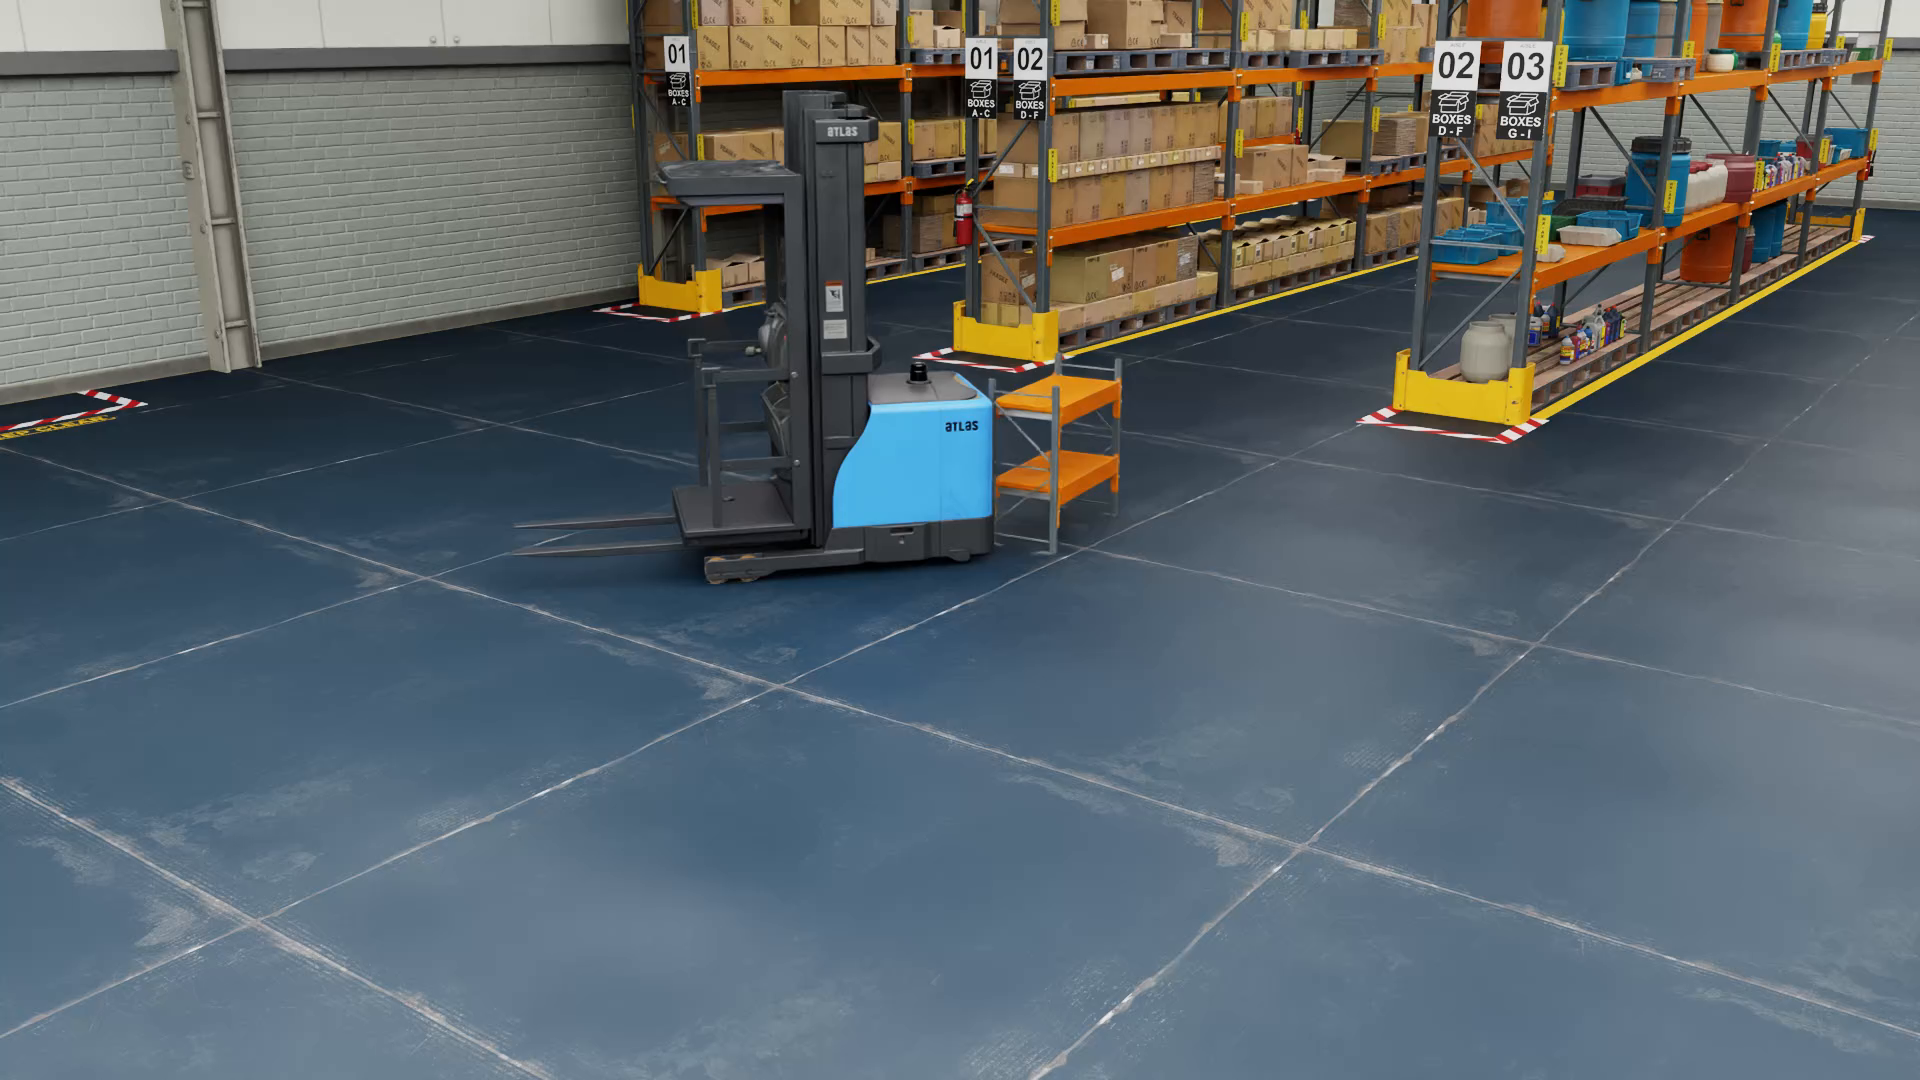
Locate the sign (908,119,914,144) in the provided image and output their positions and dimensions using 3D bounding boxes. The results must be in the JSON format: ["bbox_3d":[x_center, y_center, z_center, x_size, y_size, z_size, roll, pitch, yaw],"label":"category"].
[{"bbox_3d":[-0.666,-5.559,22.629,0.100,0.325,0.005,12,21,35],"label":"sign"}]

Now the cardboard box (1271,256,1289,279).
[{"bbox_3d":[3.926,-3.551,21.548,0.500,0.250,0.500,12,21,33],"label":"cardboard box"}]

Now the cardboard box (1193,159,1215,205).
[{"bbox_3d":[2.615,-4.307,19.885,0.700,0.500,0.500,12,21,33],"label":"cardboard box"}]

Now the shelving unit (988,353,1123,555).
[{"bbox_3d":[0.653,-0.610,11.313,0.538,1.125,1.048,9,19,27],"label":"shelving unit"}]

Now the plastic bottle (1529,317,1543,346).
[{"bbox_3d":[5.804,-2.113,16.843,0.152,0.276,0.135,12,21,35],"label":"plastic bottle"}]

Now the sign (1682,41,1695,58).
[{"bbox_3d":[7.286,-4.826,16.655,0.100,0.325,0.005,12,21,35],"label":"sign"}]

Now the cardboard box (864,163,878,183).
[{"bbox_3d":[-1.448,-4.894,22.166,0.500,0.250,0.500,13,21,35],"label":"cardboard box"}]

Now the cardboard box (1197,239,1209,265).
[{"bbox_3d":[2.886,-3.668,20.980,0.500,0.311,0.500,12,21,35],"label":"cardboard box"}]

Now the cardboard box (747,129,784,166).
[{"bbox_3d":[-2.348,-4.882,20.861,0.500,0.500,0.500,12,21,33],"label":"cardboard box"}]

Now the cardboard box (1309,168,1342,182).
[{"bbox_3d":[4.944,-4.935,22.502,0.380,0.149,0.250,12,21,35],"label":"cardboard box"}]

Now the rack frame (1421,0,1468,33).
[{"bbox_3d":[7.641,-9.136,25.490,1.000,3.000,0.127,12,21,35],"label":"rack frame"}]

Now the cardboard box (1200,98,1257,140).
[{"bbox_3d":[4.862,-7.763,30.679,0.980,0.700,0.700,11,20,32],"label":"cardboard box"}]

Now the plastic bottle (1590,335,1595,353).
[{"bbox_3d":[6.243,-1.965,16.491,0.097,0.201,0.097,0,17,0],"label":"plastic bottle"}]

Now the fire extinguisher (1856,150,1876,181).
[{"bbox_3d":[14.455,-6.088,26.550,0.296,0.674,0.183,12,21,35],"label":"fire extinguisher"}]

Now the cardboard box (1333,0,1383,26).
[{"bbox_3d":[5.523,-7.379,23.035,0.500,0.500,0.500,12,21,35],"label":"cardboard box"}]

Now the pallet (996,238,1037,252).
[{"bbox_3d":[0.811,-4.675,25.943,1.003,0.211,1.213,12,21,35],"label":"pallet"}]

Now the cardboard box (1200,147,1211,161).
[{"bbox_3d":[2.736,-4.562,19.614,0.380,0.149,0.250,12,21,34],"label":"cardboard box"}]

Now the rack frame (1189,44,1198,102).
[{"bbox_3d":[3.661,-7.146,29.196,1.000,3.000,0.127,12,21,35],"label":"rack frame"}]

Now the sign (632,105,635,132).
[{"bbox_3d":[-3.923,-5.094,20.105,0.100,0.325,0.005,12,21,35],"label":"sign"}]

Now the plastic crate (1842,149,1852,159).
[{"bbox_3d":[13.660,-6.024,25.928,0.396,0.136,0.243,12,21,35],"label":"plastic crate"}]

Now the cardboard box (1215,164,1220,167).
[{"bbox_3d":[4.850,-6.796,30.483,0.380,0.149,0.250,12,21,33],"label":"cardboard box"}]

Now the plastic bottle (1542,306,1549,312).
[{"bbox_3d":[6.138,-2.319,17.503,0.152,0.276,0.135,13,22,37],"label":"plastic bottle"}]

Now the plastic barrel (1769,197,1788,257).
[{"bbox_3d":[11.279,-4.467,23.400,0.600,0.901,0.708,12,21,35],"label":"plastic barrel"}]

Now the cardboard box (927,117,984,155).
[{"bbox_3d":[-0.069,-5.907,24.298,0.700,0.500,0.500,16,24,42],"label":"cardboard box"}]

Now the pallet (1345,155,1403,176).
[{"bbox_3d":[5.605,-5.401,23.900,1.213,0.211,1.003,12,21,35],"label":"pallet"}]

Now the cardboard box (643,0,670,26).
[{"bbox_3d":[-3.442,-6.404,19.861,0.500,0.500,0.500,14,22,37],"label":"cardboard box"}]

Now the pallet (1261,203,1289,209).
[{"bbox_3d":[5.630,-6.562,32.020,1.003,0.211,1.213,12,21,35],"label":"pallet"}]

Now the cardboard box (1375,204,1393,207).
[{"bbox_3d":[6.243,-4.848,25.271,0.500,0.500,0.500,11,21,33],"label":"cardboard box"}]

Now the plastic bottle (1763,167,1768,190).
[{"bbox_3d":[10.281,-4.621,21.264,0.061,0.283,0.133,12,21,35],"label":"plastic bottle"}]

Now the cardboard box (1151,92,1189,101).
[{"bbox_3d":[3.588,-7.547,28.519,0.500,0.250,0.500,13,22,36],"label":"cardboard box"}]

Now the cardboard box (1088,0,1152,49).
[{"bbox_3d":[1.700,-5.508,17.752,0.500,0.500,0.500,12,21,35],"label":"cardboard box"}]

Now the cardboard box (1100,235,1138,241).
[{"bbox_3d":[1.751,-3.318,19.534,0.500,0.500,0.500,12,21,35],"label":"cardboard box"}]

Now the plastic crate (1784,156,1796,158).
[{"bbox_3d":[12.068,-5.606,24.602,0.437,0.125,0.590,12,21,35],"label":"plastic crate"}]

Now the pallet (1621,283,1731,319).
[{"bbox_3d":[8.741,-2.933,20.332,1.003,0.211,1.213,12,21,35],"label":"pallet"}]

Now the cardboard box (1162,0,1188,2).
[{"bbox_3d":[3.889,-9.320,29.253,0.500,0.500,0.500,12,21,34],"label":"cardboard box"}]

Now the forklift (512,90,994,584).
[{"bbox_3d":[-1.353,-1.297,10.478,3.031,2.935,1.130,-4,18,-13],"label":"forklift"}]

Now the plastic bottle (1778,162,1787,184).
[{"bbox_3d":[10.905,-4.890,22.143,0.152,0.276,0.135,12,21,35],"label":"plastic bottle"}]

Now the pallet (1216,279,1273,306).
[{"bbox_3d":[3.282,-3.216,21.245,1.003,0.211,1.213,12,21,35],"label":"pallet"}]

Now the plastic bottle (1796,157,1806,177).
[{"bbox_3d":[11.642,-5.185,23.091,0.152,0.276,0.135,12,21,35],"label":"plastic bottle"}]

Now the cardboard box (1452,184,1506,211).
[{"bbox_3d":[8.757,-5.737,28.129,0.797,0.503,0.637,12,21,35],"label":"cardboard box"}]

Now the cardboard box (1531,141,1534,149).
[{"bbox_3d":[9.670,-6.993,28.535,0.500,0.500,0.500,13,21,35],"label":"cardboard box"}]

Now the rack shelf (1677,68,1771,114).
[{"bbox_3d":[8.042,-5.055,18.618,1.077,0.370,4.000,12,21,35],"label":"rack shelf"}]

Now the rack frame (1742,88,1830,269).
[{"bbox_3d":[11.617,-5.395,23.558,1.000,3.000,0.127,12,21,35],"label":"rack frame"}]

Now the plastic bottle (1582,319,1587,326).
[{"bbox_3d":[6.294,-2.087,16.746,0.061,0.283,0.133,12,21,35],"label":"plastic bottle"}]

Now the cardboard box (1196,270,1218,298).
[{"bbox_3d":[2.774,-3.104,20.110,0.500,0.250,0.500,12,21,35],"label":"cardboard box"}]

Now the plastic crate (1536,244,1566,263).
[{"bbox_3d":[5.259,-2.567,14.897,0.298,0.136,0.250,12,21,35],"label":"plastic crate"}]

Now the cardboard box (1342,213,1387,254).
[{"bbox_3d":[5.759,-4.393,23.804,0.500,0.500,0.500,14,22,37],"label":"cardboard box"}]

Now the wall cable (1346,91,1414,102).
[{"bbox_3d":[9.701,-10.764,35.969,3.097,2.526,0.112,12,21,35],"label":"wall cable"}]

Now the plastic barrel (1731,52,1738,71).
[{"bbox_3d":[9.128,-5.733,19.850,0.294,0.245,0.294,0,17,0],"label":"plastic barrel"}]

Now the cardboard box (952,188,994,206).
[{"bbox_3d":[0.198,-5.139,24.941,0.500,0.250,0.500,12,21,34],"label":"cardboard box"}]

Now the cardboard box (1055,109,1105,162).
[{"bbox_3d":[1.120,-4.328,17.767,0.700,0.500,0.500,12,21,33],"label":"cardboard box"}]

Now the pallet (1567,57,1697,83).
[{"bbox_3d":[6.499,-4.643,16.397,1.213,0.211,1.003,12,21,35],"label":"pallet"}]

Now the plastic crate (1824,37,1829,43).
[{"bbox_3d":[12.869,-7.435,25.175,0.504,0.338,0.767,12,21,35],"label":"plastic crate"}]

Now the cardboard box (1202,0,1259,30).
[{"bbox_3d":[3.274,-6.425,20.099,0.500,0.500,0.500,13,21,35],"label":"cardboard box"}]

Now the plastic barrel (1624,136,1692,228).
[{"bbox_3d":[7.324,-3.767,17.472,0.600,0.901,0.708,12,21,35],"label":"plastic barrel"}]

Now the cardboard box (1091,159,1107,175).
[{"bbox_3d":[1.355,-4.008,17.830,0.380,0.149,0.250,12,21,34],"label":"cardboard box"}]

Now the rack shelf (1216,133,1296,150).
[{"bbox_3d":[4.852,-7.278,30.837,1.077,0.370,4.000,12,21,35],"label":"rack shelf"}]
